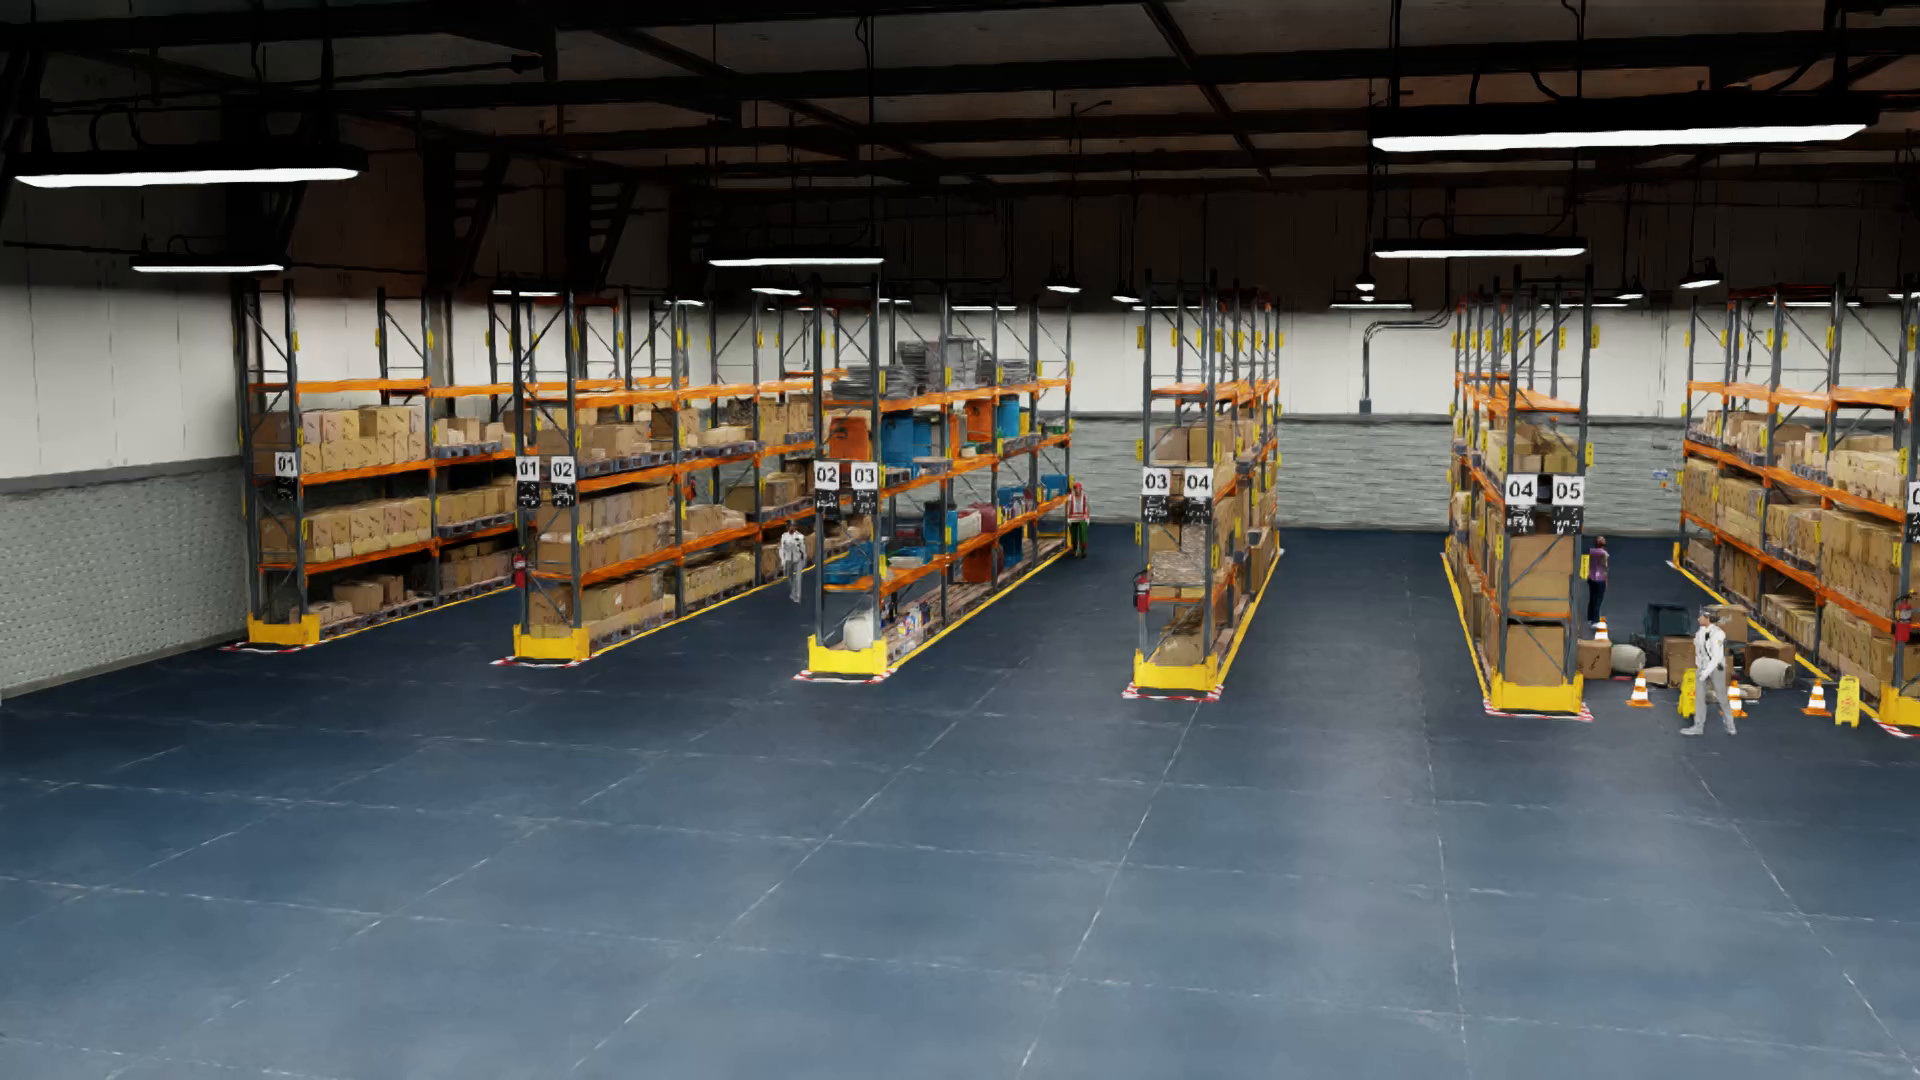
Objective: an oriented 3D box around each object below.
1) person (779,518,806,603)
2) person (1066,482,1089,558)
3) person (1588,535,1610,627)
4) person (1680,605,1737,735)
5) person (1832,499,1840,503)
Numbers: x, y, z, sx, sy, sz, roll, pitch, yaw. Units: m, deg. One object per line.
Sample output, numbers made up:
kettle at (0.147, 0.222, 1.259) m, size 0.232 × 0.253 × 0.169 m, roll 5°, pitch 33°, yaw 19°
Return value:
person at (-3.203, 0.371, 31.815) m, size 0.482 × 1.622 × 0.994 m, roll 1°, pitch 7°, yaw 5°
person at (2.719, -0.474, 38.447) m, size 0.528 × 1.728 × 1.032 m, roll 1°, pitch 7°, yaw 5°
person at (11.198, 0.711, 29.130) m, size 0.405 × 1.600 × 0.468 m, roll -2°, pitch 7°, yaw -18°
person at (9.563, 1.653, 21.139) m, size 0.681 × 1.656 × 0.500 m, roll -2°, pitch 7°, yaw -18°
person at (20.415, -0.547, 39.111) m, size 0.595 × 1.757 × 0.595 m, roll -4°, pitch 8°, yaw -28°
